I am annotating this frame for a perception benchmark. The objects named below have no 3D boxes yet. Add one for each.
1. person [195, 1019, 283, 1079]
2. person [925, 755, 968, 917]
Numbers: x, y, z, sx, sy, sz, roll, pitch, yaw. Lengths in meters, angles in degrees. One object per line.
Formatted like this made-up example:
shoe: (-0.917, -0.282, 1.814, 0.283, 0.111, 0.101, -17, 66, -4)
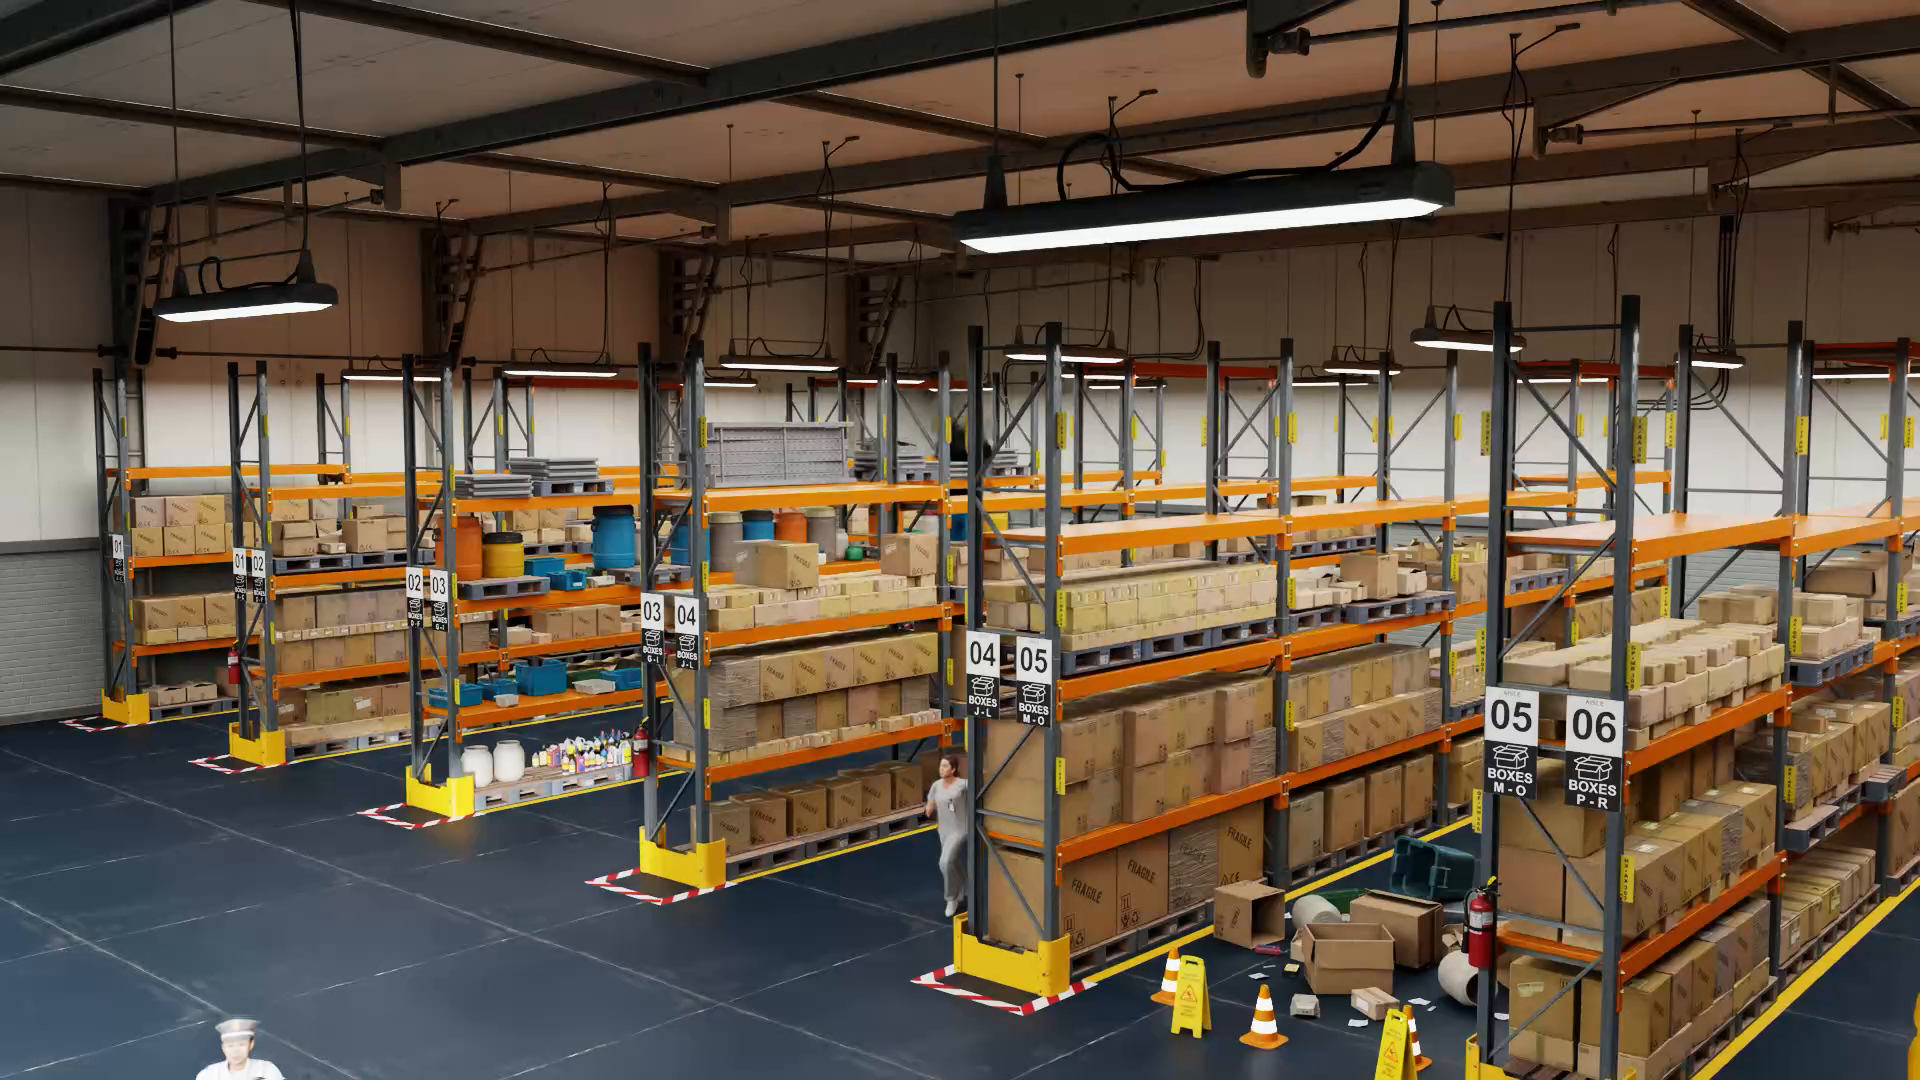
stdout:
person: (-4.232, 3.624, 9.740, 0.605, 1.653, 0.535, -2, 5, -21)
person: (-0.053, 3.060, 17.309, 0.570, 1.654, 0.853, 3, 5, 35)
